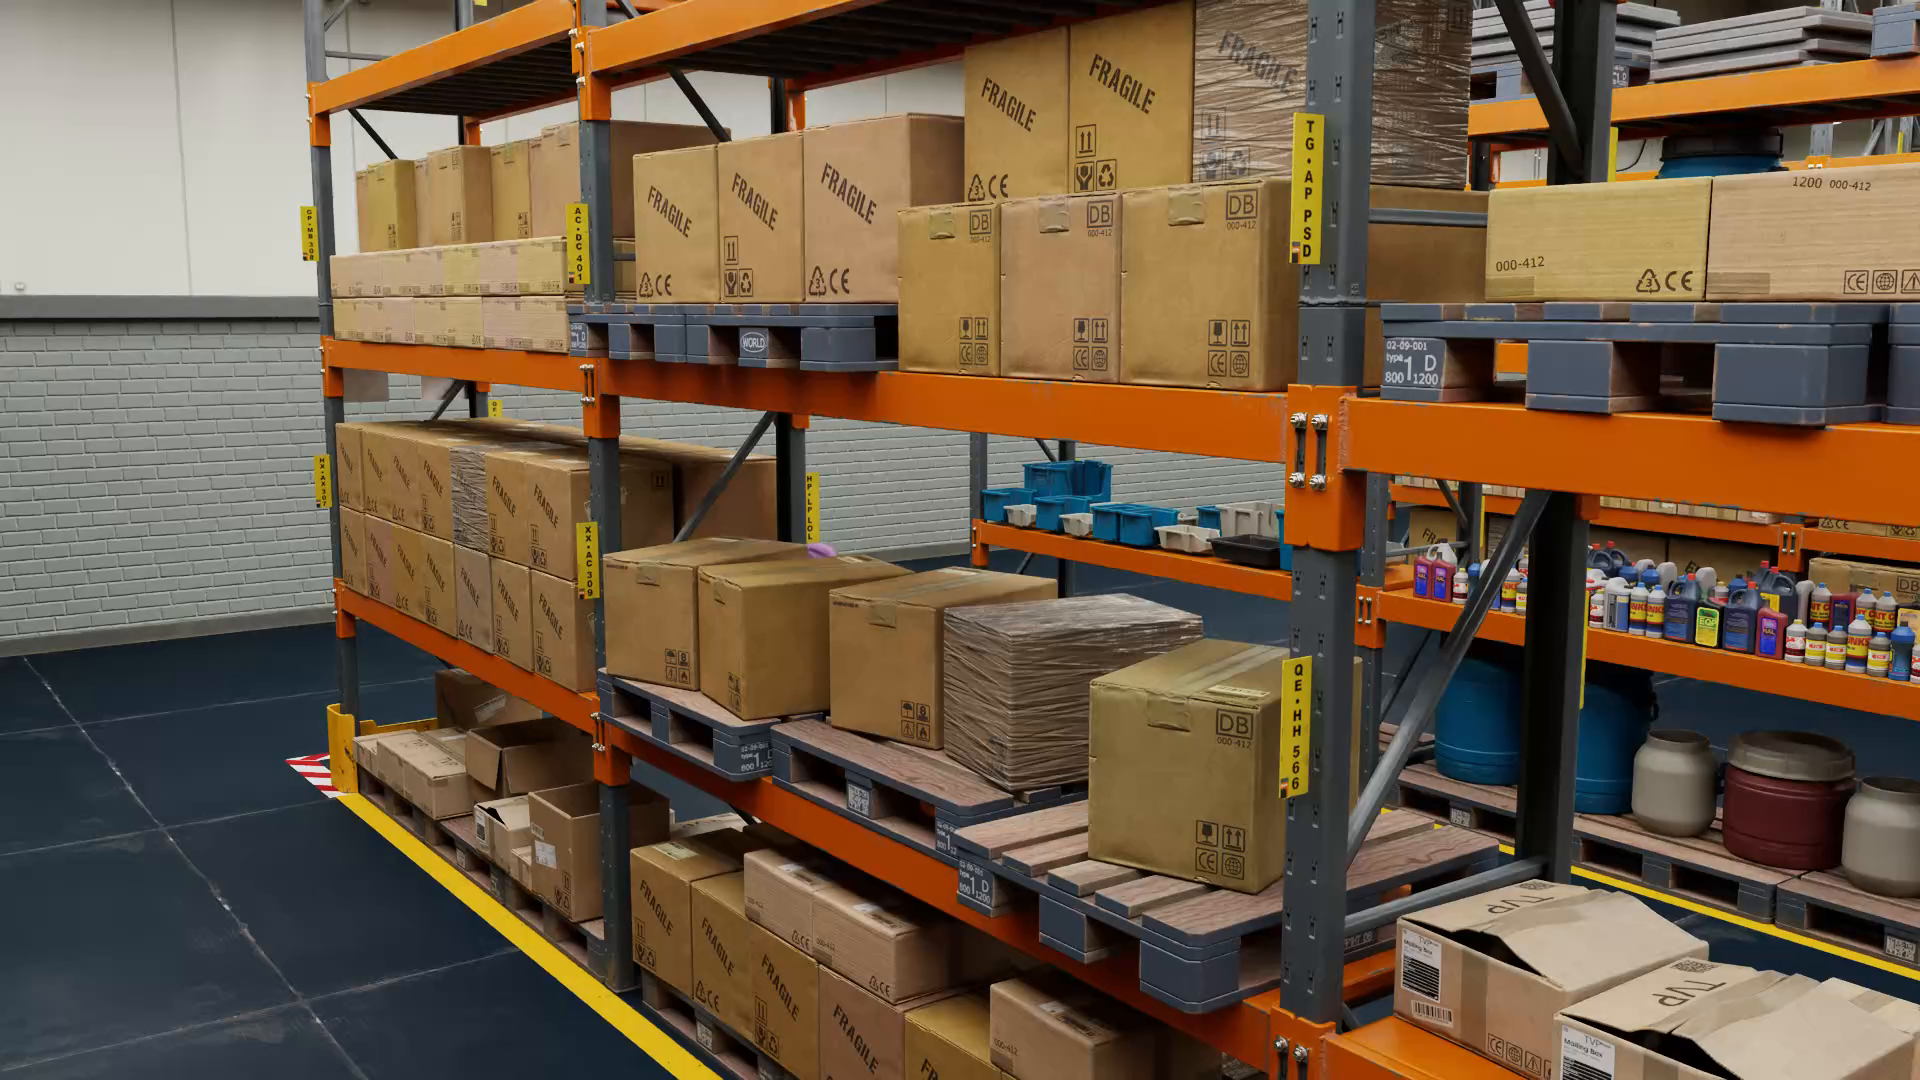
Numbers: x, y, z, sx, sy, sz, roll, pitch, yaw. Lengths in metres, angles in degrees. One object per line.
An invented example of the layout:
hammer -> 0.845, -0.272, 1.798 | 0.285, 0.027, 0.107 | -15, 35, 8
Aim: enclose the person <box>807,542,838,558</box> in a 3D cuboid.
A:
person -> -1.517, 0.385, 15.627 | 0.850, 0.899, 0.424 | -6, 10, -38
